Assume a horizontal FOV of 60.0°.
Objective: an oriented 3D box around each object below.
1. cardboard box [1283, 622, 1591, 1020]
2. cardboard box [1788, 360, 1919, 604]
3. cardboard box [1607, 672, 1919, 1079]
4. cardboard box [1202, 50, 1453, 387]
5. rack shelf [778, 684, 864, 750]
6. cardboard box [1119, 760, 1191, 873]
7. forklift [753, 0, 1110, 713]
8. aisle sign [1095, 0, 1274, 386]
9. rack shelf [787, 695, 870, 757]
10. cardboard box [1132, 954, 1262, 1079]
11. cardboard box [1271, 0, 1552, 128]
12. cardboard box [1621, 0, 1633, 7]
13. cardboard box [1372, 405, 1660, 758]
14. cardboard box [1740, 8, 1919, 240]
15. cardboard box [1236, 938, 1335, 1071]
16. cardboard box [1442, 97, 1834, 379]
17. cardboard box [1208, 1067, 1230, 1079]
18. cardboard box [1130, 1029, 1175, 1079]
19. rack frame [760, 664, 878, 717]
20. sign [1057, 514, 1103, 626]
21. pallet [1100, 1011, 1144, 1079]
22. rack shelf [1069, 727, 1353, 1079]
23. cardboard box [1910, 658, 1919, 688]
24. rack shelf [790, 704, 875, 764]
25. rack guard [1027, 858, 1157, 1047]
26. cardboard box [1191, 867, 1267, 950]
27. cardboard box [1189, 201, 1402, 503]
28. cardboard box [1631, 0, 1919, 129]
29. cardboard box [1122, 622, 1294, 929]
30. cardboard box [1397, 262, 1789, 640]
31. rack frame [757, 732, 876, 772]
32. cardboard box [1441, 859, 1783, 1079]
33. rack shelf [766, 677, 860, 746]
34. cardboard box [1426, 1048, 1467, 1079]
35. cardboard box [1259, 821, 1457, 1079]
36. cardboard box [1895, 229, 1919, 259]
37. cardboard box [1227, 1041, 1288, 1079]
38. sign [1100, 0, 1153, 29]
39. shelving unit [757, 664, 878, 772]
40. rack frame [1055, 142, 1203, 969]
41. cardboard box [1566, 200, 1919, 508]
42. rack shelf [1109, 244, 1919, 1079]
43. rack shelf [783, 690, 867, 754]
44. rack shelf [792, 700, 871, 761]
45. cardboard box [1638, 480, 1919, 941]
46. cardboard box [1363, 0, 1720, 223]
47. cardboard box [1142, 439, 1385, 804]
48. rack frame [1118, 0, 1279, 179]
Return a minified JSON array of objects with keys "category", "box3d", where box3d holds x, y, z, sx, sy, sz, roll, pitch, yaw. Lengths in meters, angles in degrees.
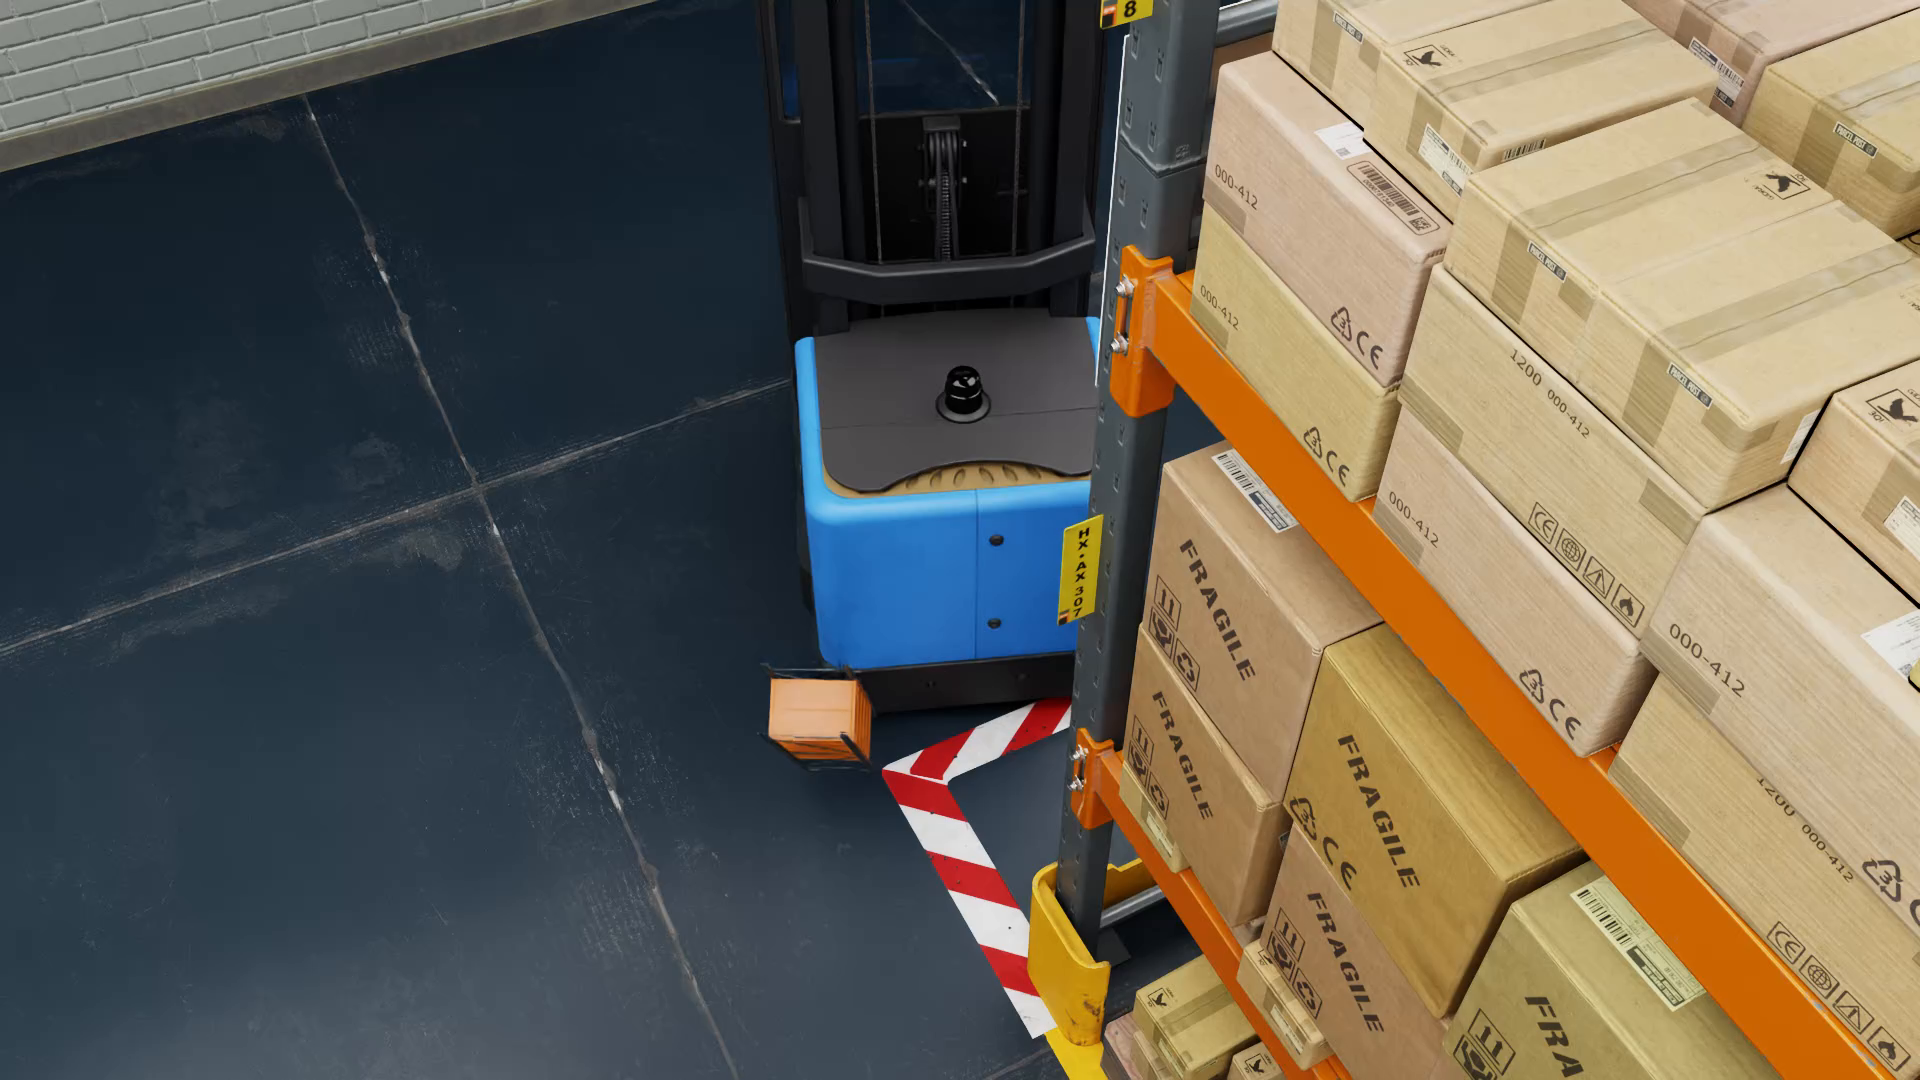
[{"category":"cardboard box","box3d":[0.952,0.434,2.950,0.500,0.500,0.500,-20,52,-16]},{"category":"cardboard box","box3d":[1.174,-0.090,1.846,0.380,0.149,0.250,-20,52,-17]},{"category":"cardboard box","box3d":[1.209,0.311,2.092,0.500,0.250,0.500,-23,53,-19]},{"category":"cardboard box","box3d":[0.721,-0.547,2.510,0.500,0.250,0.500,-20,52,-17]},{"category":"rack shelf","box3d":[-0.410,0.511,4.815,0.258,0.103,0.180,1,78,1]},{"category":"cardboard box","box3d":[0.603,0.579,3.918,0.380,0.149,0.250,-22,52,-18]},{"category":"forklift","box3d":[-0.109,-1.491,5.607,1.130,2.935,3.031,-5,49,-4]},{"category":"aisle sign","box3d":[0.446,-0.635,3.086,0.394,0.787,0.004,-21,52,-18]},{"category":"rack shelf","box3d":[-0.407,0.562,5.049,0.258,0.103,0.180,1,78,1]},{"category":"cardboard box","box3d":[0.684,1.238,4.394,0.380,0.149,0.250,-23,53,-19]},{"category":"cardboard box","box3d":[0.692,-0.773,2.443,0.380,0.149,0.250,-22,52,-18]},{"category":"cardboard box","box3d":[1.160,-0.947,2.595,0.380,0.149,0.250,-22,52,-18]},{"category":"cardboard box","box3d":[0.962,-0.030,2.390,0.500,0.250,0.500,-20,52,-16]},{"category":"cardboard box","box3d":[1.304,-0.576,2.271,0.380,0.149,0.250,-23,53,-19]},{"category":"cardboard box","box3d":[0.832,0.933,3.608,0.380,0.149,0.250,-23,53,-19]},{"category":"cardboard box","box3d":[0.852,-0.389,2.107,0.380,0.149,0.250,-21,52,-18]},{"category":"cardboard box","box3d":[0.758,1.308,4.531,0.380,0.149,0.250,-19,52,-16]},{"category":"cardboard box","box3d":[0.701,1.427,4.624,0.380,0.149,0.250,-20,52,-17]},{"category":"rack frame","box3d":[-0.406,0.463,5.026,0.240,1.200,0.006,1,78,1]},{"category":"sign","box3d":[0.264,0.068,3.623,0.100,0.325,0.005,-21,52,-18]},{"category":"pallet","box3d":[1.121,1.691,4.631,1.003,0.211,1.213,-21,52,-18]},{"category":"rack shelf","box3d":[1.661,1.742,3.212,1.077,0.370,4.000,-21,52,-18]},{"category":"cardboard box","box3d":[1.211,0.119,1.663,0.380,0.149,0.250,-20,52,-16]},{"category":"rack shelf","box3d":[-0.404,0.614,5.284,0.258,0.103,0.180,1,78,1]},{"category":"rack guard","box3d":[0.781,1.040,5.008,1.175,0.500,0.348,-21,52,-18]},{"category":"cardboard box","box3d":[0.756,0.735,3.782,0.380,0.149,0.250,-19,52,-16]},{"category":"cardboard box","box3d":[0.724,-0.384,2.699,0.500,0.250,0.500,-19,52,-16]},{"category":"cardboard box","box3d":[1.204,-0.755,2.428,0.380,0.149,0.250,-20,52,-17]},{"category":"cardboard box","box3d":[0.706,0.431,3.616,0.500,0.500,0.500,-19,51,-16]},{"category":"cardboard box","box3d":[0.956,-0.204,2.211,0.500,0.250,0.500,-22,52,-18]},{"category":"rack frame","box3d":[-0.410,0.642,4.987,0.240,1.200,0.006,1,78,1]},{"category":"cardboard box","box3d":[1.170,0.789,2.638,0.500,0.500,0.500,-22,52,-18]},{"category":"rack shelf","box3d":[-0.412,0.485,4.698,0.258,0.103,0.180,1,78,1]},{"category":"cardboard box","box3d":[1.187,1.113,3.020,0.500,0.500,0.500,-21,52,-17]},{"category":"cardboard box","box3d":[0.974,0.780,3.311,0.500,0.500,0.500,-21,52,-17]},{"category":"cardboard box","box3d":[1.418,-0.374,2.359,0.500,0.250,0.500,-22,53,-18]},{"category":"cardboard box","box3d":[0.917,1.381,4.269,0.380,0.149,0.250,-20,52,-17]},{"category":"sign","box3d":[0.264,-0.922,2.490,0.100,0.325,0.005,-21,52,-18]},{"category":"shelving unit","box3d":[-0.408,0.553,5.006,0.258,1.200,0.189,1,78,1]},{"category":"rack frame","box3d":[0.746,0.166,4.112,1.000,3.000,0.127,-21,52,-18]},{"category":"cardboard box","box3d":[0.963,-0.226,1.965,0.380,0.149,0.250,-21,52,-17]},{"category":"rack shelf","box3d":[1.661,0.754,2.083,1.077,0.370,4.000,-21,52,-18]},{"category":"rack shelf","box3d":[-0.409,0.537,4.932,0.258,0.103,0.180,1,78,1]},{"category":"rack shelf","box3d":[-0.406,0.588,5.167,0.258,0.103,0.180,1,78,1]},{"category":"cardboard box","box3d":[1.176,0.138,1.911,0.500,0.250,0.500,-21,52,-17]},{"category":"cardboard box","box3d":[0.793,-0.596,2.288,0.380,0.149,0.250,-19,52,-16]},{"category":"cardboard box","box3d":[0.716,0.098,3.243,0.500,0.500,0.500,-21,52,-18]},{"category":"rack frame","box3d":[0.746,-1.809,1.854,1.000,3.000,0.127,-21,52,-18]}]
